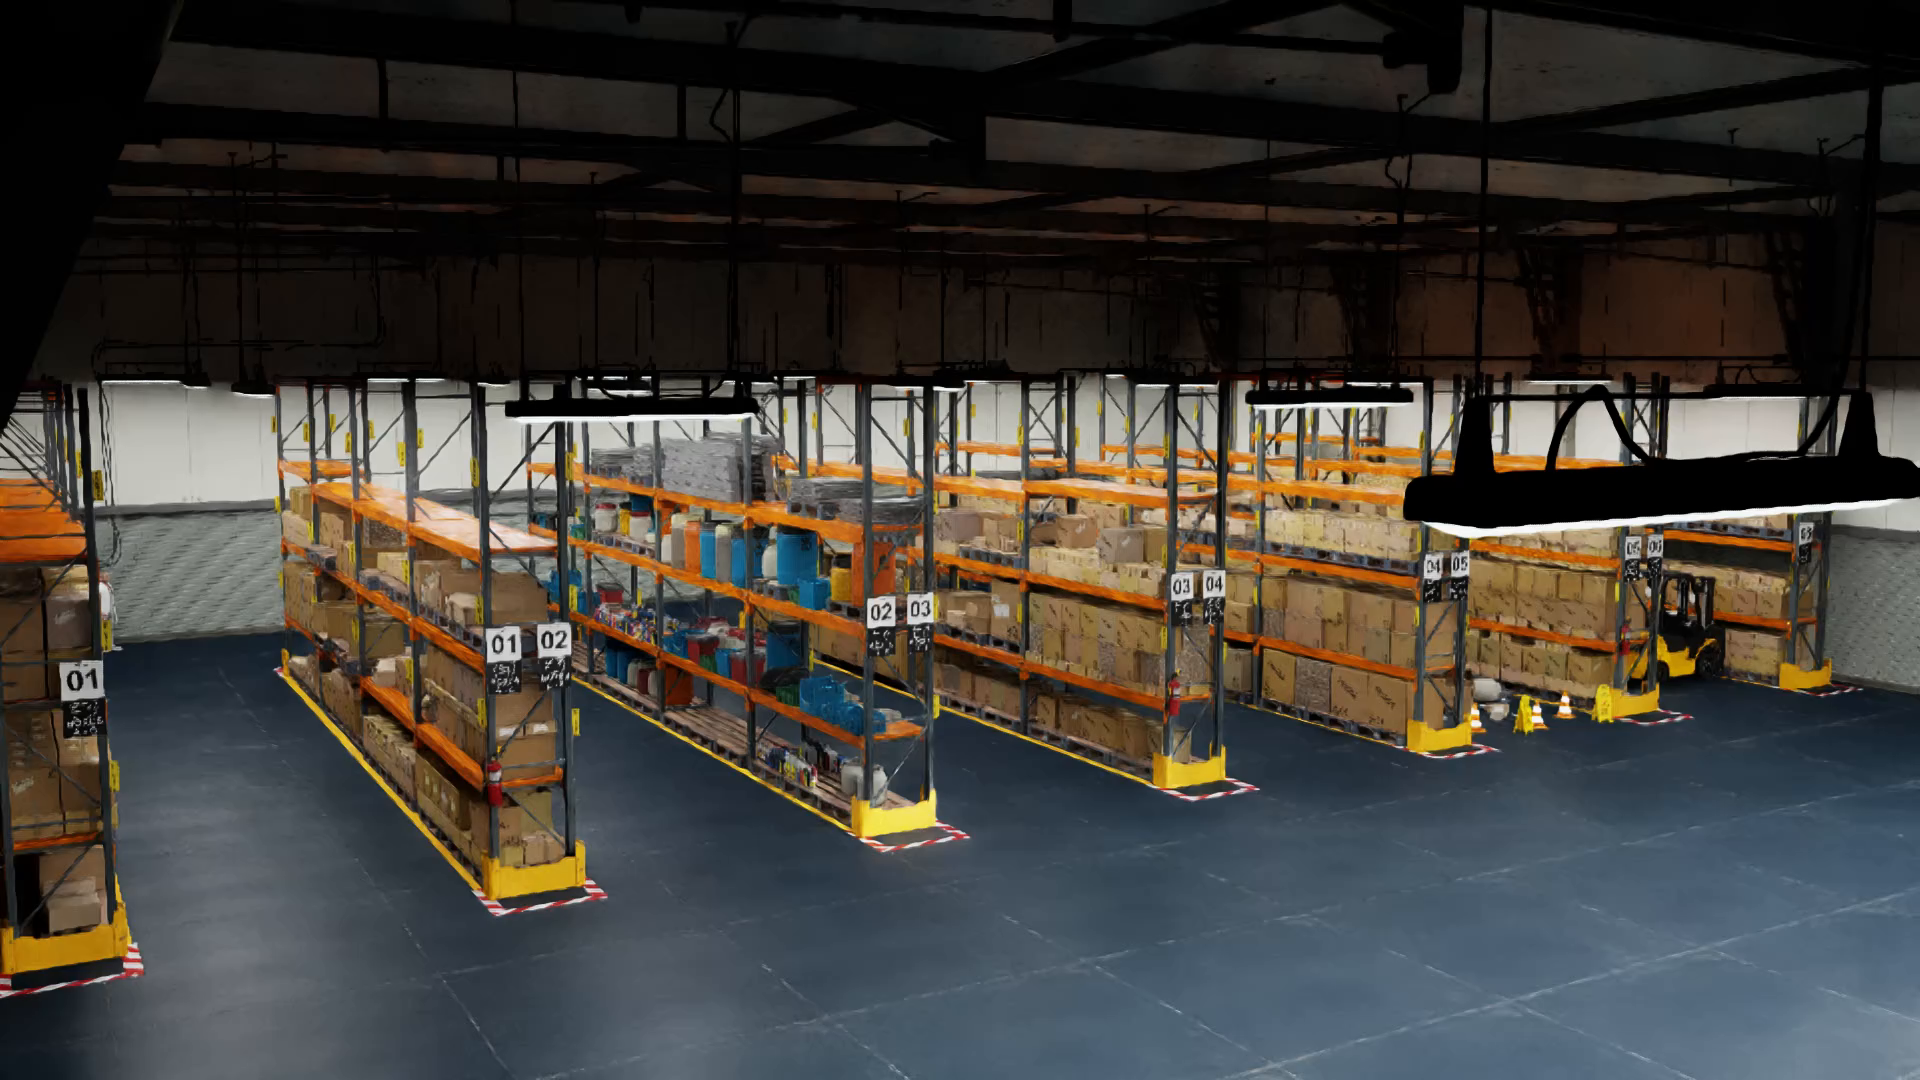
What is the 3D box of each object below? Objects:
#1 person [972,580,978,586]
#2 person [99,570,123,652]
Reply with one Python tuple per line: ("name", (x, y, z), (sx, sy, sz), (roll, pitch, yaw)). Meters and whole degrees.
("person", (0.461, 0.375, 46.443), (0.626, 1.773, 0.582), (1, 6, 6))
("person", (-18.436, 1.541, 35.679), (0.494, 1.761, 0.743), (1, 6, 8))
